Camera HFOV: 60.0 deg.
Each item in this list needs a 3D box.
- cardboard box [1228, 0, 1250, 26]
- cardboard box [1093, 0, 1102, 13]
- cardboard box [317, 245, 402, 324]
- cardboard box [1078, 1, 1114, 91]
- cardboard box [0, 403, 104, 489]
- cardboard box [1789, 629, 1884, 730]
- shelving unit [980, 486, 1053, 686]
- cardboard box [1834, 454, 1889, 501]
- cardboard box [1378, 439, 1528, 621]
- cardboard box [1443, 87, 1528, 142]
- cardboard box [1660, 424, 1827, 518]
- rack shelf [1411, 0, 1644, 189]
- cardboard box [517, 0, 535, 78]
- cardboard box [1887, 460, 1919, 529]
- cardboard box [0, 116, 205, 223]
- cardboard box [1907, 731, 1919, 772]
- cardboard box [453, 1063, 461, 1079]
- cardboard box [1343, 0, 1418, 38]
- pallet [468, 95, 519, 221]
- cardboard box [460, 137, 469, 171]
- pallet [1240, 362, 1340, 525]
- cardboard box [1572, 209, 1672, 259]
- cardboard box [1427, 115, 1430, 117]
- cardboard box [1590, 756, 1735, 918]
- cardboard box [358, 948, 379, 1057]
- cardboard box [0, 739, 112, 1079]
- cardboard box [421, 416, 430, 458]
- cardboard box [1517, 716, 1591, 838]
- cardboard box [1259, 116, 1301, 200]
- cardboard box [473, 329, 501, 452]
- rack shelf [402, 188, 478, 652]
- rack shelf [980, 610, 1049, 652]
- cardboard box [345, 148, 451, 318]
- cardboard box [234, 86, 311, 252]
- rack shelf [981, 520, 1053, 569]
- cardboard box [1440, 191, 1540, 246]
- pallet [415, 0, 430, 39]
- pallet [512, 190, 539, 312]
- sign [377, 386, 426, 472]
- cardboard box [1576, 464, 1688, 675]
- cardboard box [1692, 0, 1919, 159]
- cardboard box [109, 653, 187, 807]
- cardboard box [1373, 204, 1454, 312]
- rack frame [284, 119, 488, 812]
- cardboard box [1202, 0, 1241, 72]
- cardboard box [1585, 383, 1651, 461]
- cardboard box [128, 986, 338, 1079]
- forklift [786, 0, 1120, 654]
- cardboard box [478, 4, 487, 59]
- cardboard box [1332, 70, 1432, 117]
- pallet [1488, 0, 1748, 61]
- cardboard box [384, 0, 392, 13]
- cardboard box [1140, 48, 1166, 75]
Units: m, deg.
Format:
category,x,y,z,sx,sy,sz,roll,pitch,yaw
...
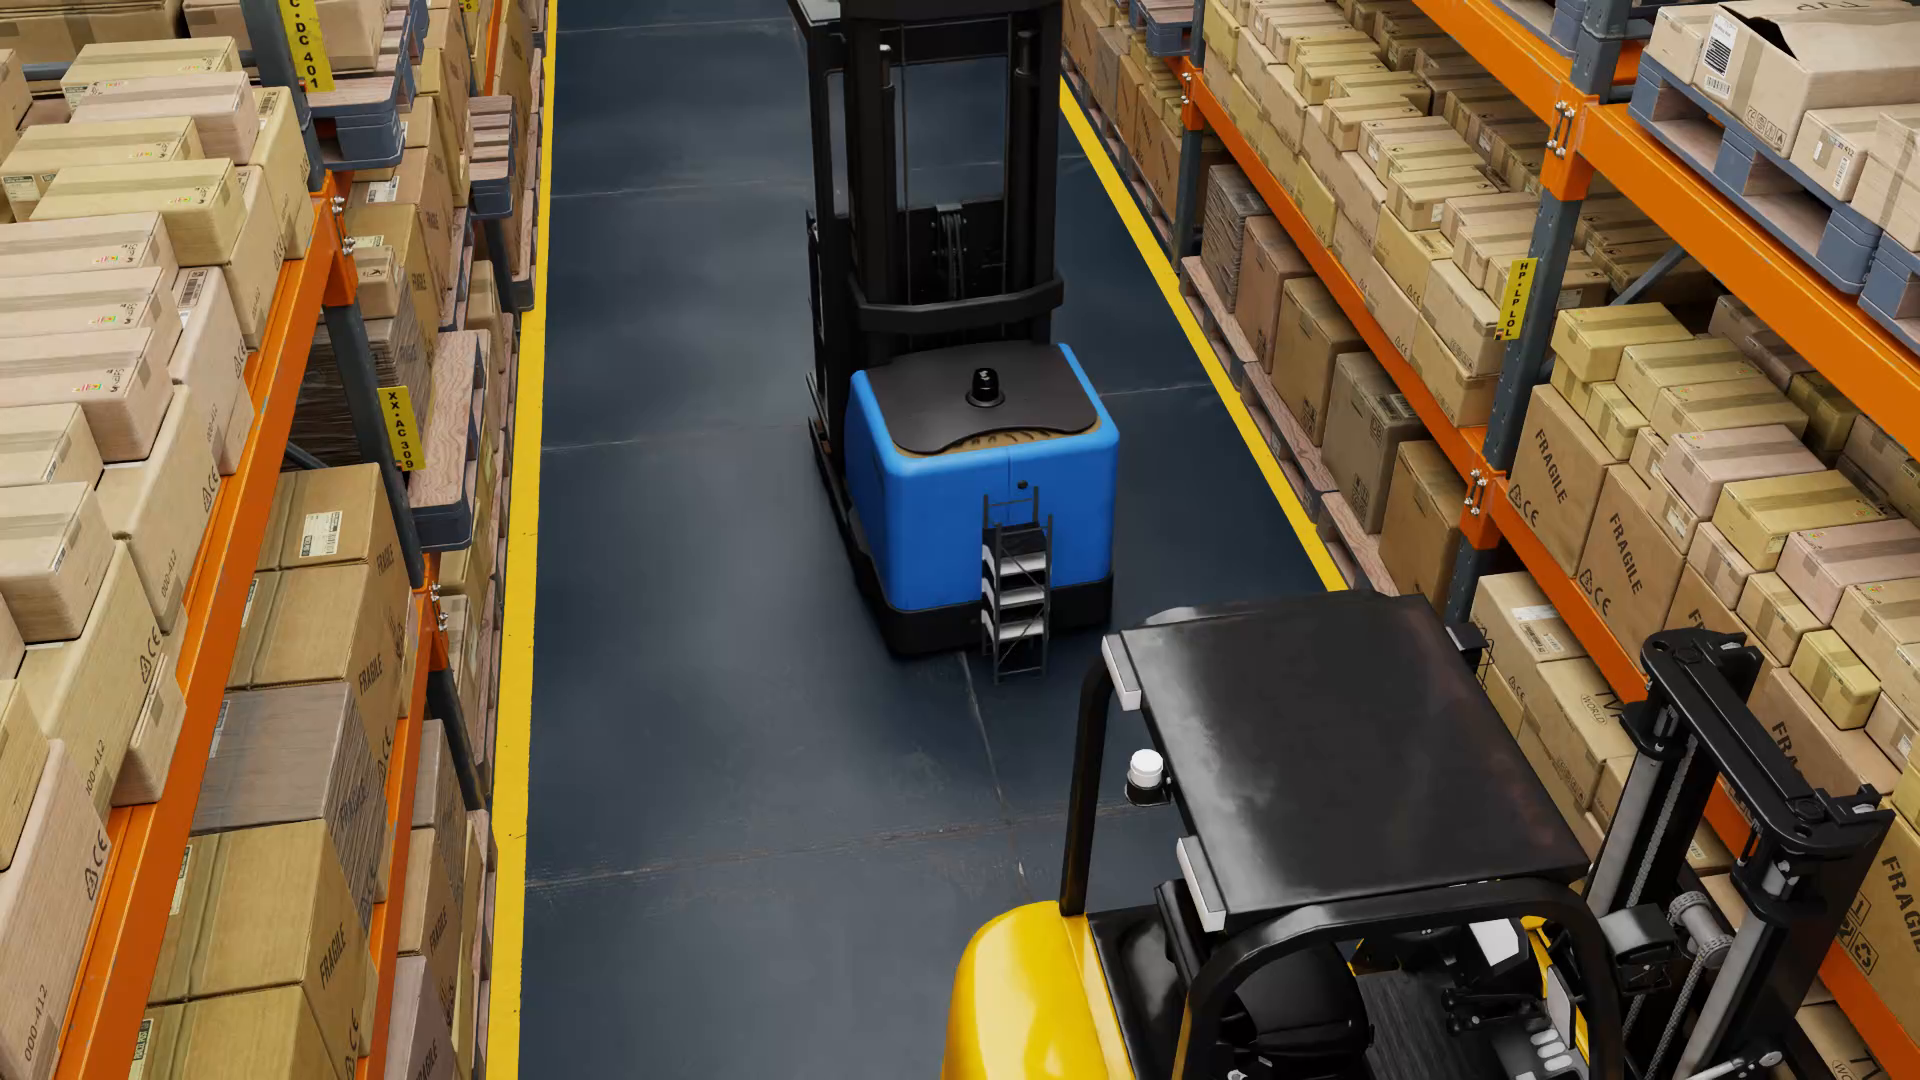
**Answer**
category,x,y,z,sx,sy,sz,roll,pitch,yaw
cardboard box,1.629,-2.821,8.726,0.380,0.149,0.250,-5,38,-7
cardboard box,1.164,-3.884,11.871,0.380,0.149,0.250,-6,38,-8
cardboard box,-2.104,-0.859,5.616,0.380,0.149,0.250,-6,38,-8
cardboard box,1.163,-3.566,11.991,0.500,0.500,0.500,-7,38,-9
cardboard box,-1.766,-0.102,2.946,0.380,0.149,0.250,-5,38,-7
cardboard box,2.565,0.367,4.622,0.380,0.149,0.250,-7,38,-9
shelving unit,0.239,0.208,7.148,0.258,0.900,0.210,-9,39,-11
cardboard box,3.025,-0.163,5.304,0.380,0.149,0.250,-6,38,-8
cardboard box,2.414,-0.036,7.345,0.875,0.625,0.625,-5,38,-6
cardboard box,2.444,-1.951,7.606,0.380,0.149,0.250,-6,38,-8
cardboard box,2.412,-0.215,5.129,0.380,0.149,0.250,-5,38,-7
rack shelf,2.166,-2.603,7.197,1.077,0.370,4.000,-6,38,-8
cardboard box,-3.585,-3.751,11.923,0.875,0.875,0.875,-5,38,-7
cardboard box,3.064,-0.129,5.019,0.380,0.149,0.250,-7,38,-9
cardboard box,-2.021,-0.875,3.941,0.380,0.149,0.250,-5,38,-7
cardboard box,2.625,0.555,4.138,0.380,0.149,0.250,-6,38,-7
cardboard box,-1.814,1.918,5.135,0.500,0.250,0.500,-6,38,-7
cardboard box,2.212,-2.722,8.599,0.380,0.149,0.250,-6,38,-8
pallet,-2.841,-1.880,8.281,1.213,0.211,1.003,-6,38,-8
cardboard box,-2.539,-1.814,7.902,0.380,0.149,0.250,-8,39,-10
pallet,2.131,-0.572,8.715,1.003,0.211,1.213,-6,38,-8
cardboard box,2.670,-1.193,6.630,0.380,0.149,0.250,-7,38,-9
cardboard box,2.424,-1.891,7.854,0.500,0.250,0.500,-7,38,-9
cardboard box,2.470,0.966,5.546,0.500,0.250,0.500,-5,38,-6
cardboard box,-1.736,1.225,4.333,0.380,0.149,0.250,-6,38,-8
cardboard box,-1.573,0.577,2.397,0.500,0.250,0.500,-7,38,-9
cardboard box,-2.156,-0.393,6.073,0.380,0.149,0.250,-6,38,-7
cardboard box,2.387,0.858,6.093,0.500,0.250,0.500,-6,38,-8
cardboard box,1.833,-1.942,8.327,0.500,0.250,0.500,-7,38,-9
cardboard box,-2.845,-0.715,8.425,0.950,0.372,0.625,-7,38,-9
rack shelf,-2.721,-0.882,7.427,1.077,0.370,4.000,-6,38,-8
rack shelf,0.239,0.377,7.279,0.258,0.077,0.200,-9,39,-11
cardboard box,-2.331,-1.198,6.580,0.500,0.500,0.500,-6,38,-8
cardboard box,-2.027,-0.962,4.378,0.500,0.250,0.500,-7,38,-8
rack shelf,0.239,0.022,7.003,0.258,0.077,0.200,-9,39,-11
cardboard box,2.184,-1.280,6.742,0.380,0.149,0.250,-6,38,-8
pallet,-2.558,-2.079,6.089,1.213,0.211,1.003,-6,38,-8
pallet,-3.135,-1.757,10.240,1.003,0.211,1.213,-6,38,-8
sign,-1.837,-0.363,5.467,0.100,0.325,0.005,-6,38,-8
cardboard box,2.445,0.075,5.527,0.500,0.500,0.500,-6,38,-7
cardboard box,2.422,-1.320,4.608,0.500,0.311,0.500,-5,38,-7
cardboard box,-1.638,0.357,3.005,0.380,0.149,0.250,-6,38,-7
cardboard box,2.081,-1.212,6.979,0.500,0.250,0.500,-7,38,-9
rack frame,-2.370,0.042,5.651,1.000,3.000,0.127,-6,38,-8
cardboard box,1.628,-2.752,8.962,0.500,0.250,0.500,-6,38,-8
cardboard box,2.360,-0.413,5.626,0.380,0.149,0.250,-5,38,-7
cardboard box,-1.663,1.365,3.624,0.500,0.500,0.500,-7,38,-9
forklift,-0.167,-1.559,7.768,1.130,2.935,3.031,-9,39,-11
cardboard box,-3.017,-2.946,9.619,0.500,0.250,0.500,-7,38,-9
cardboard box,1.958,-2.057,7.742,0.380,0.149,0.250,-6,38,-8
pallet,2.349,-2.135,6.164,0.805,0.209,1.217,-8,39,-10
cardboard box,-2.168,-1.952,5.552,0.500,0.250,0.500,-7,38,-9
cardboard box,1.396,-3.106,10.869,0.380,0.149,0.250,-5,38,-7
